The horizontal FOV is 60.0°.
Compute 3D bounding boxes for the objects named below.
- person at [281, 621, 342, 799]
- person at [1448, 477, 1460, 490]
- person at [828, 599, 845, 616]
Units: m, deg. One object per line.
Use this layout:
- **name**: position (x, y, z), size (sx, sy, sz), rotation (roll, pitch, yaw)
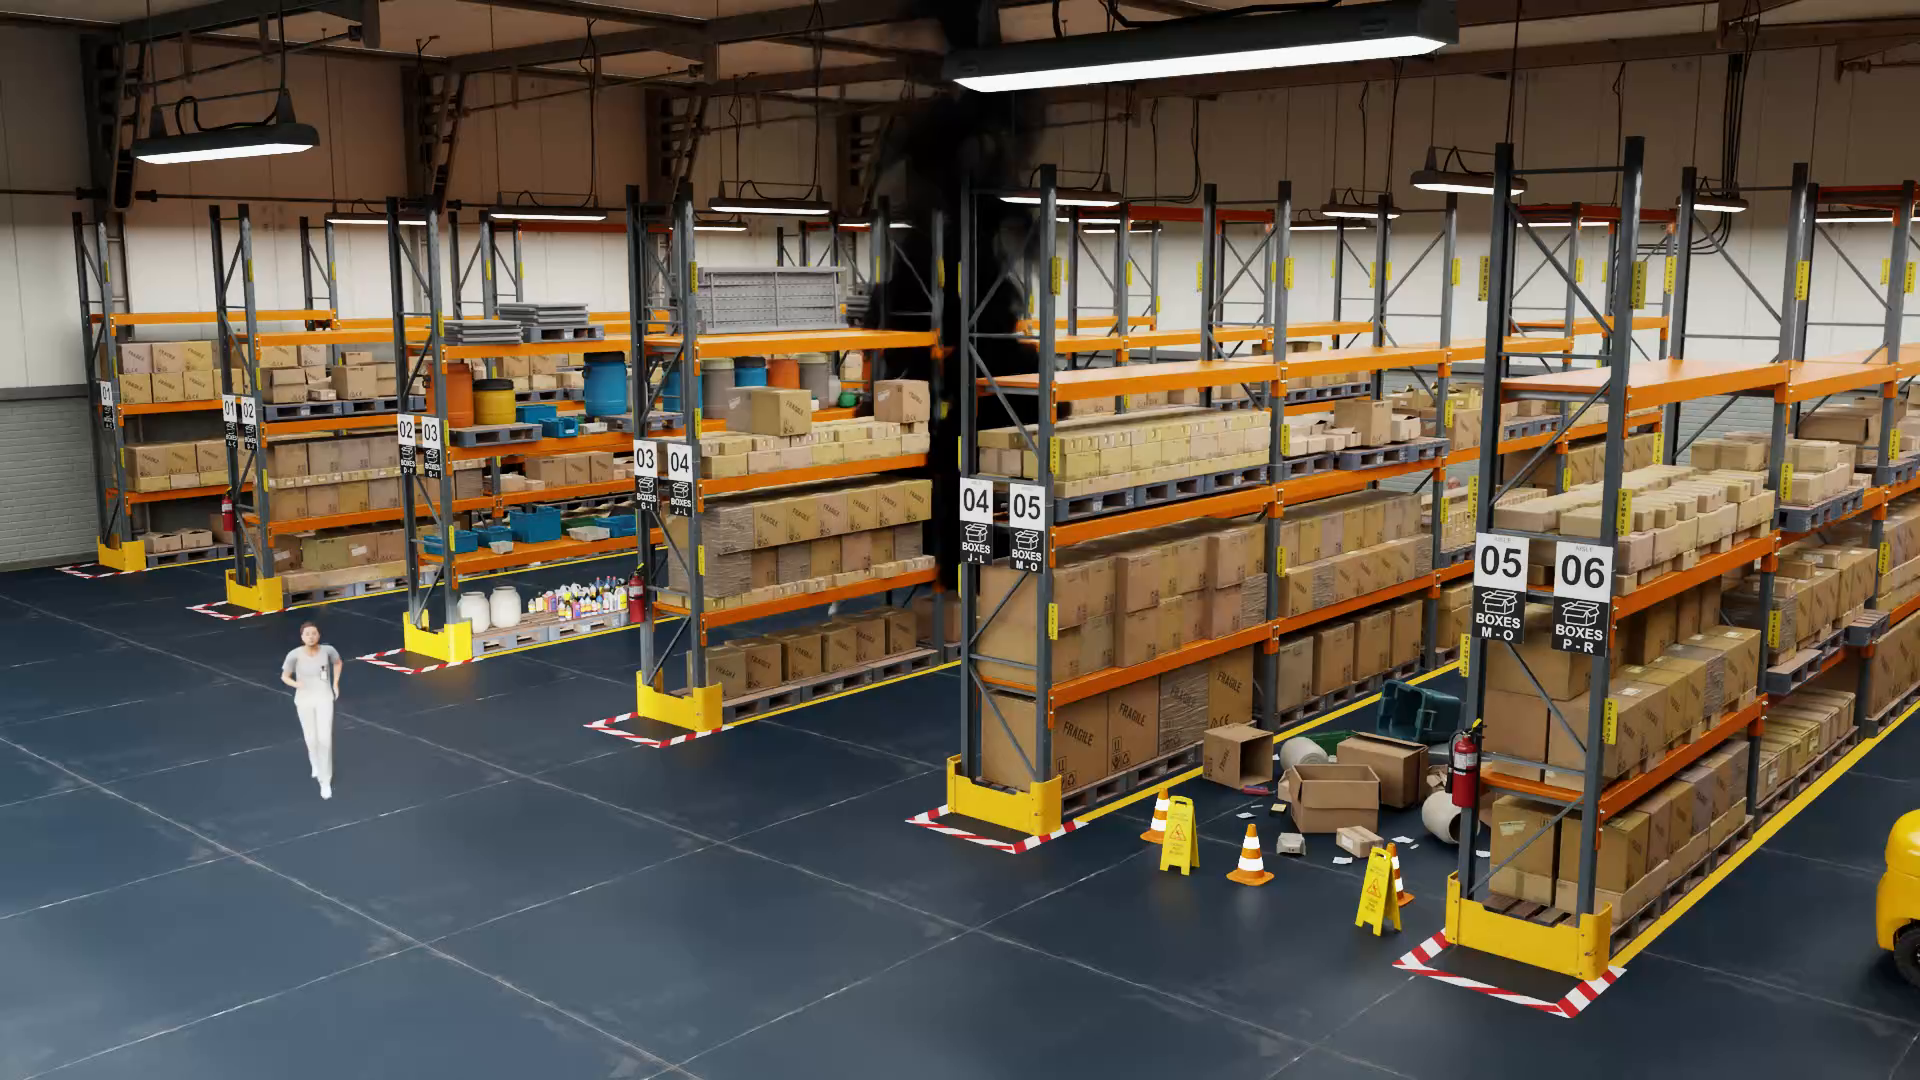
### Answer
- **person**: position (-6.392, 1.633, 16.447), size (0.557, 1.697, 0.858), rotation (-3, 10, -18)
- **person**: position (7.909, -0.054, 26.526), size (0.727, 1.745, 0.968), rotation (9, 13, 43)
- **person**: position (-1.798, 0.106, 23.662), size (0.643, 1.864, 0.792), rotation (6, 11, 30)
